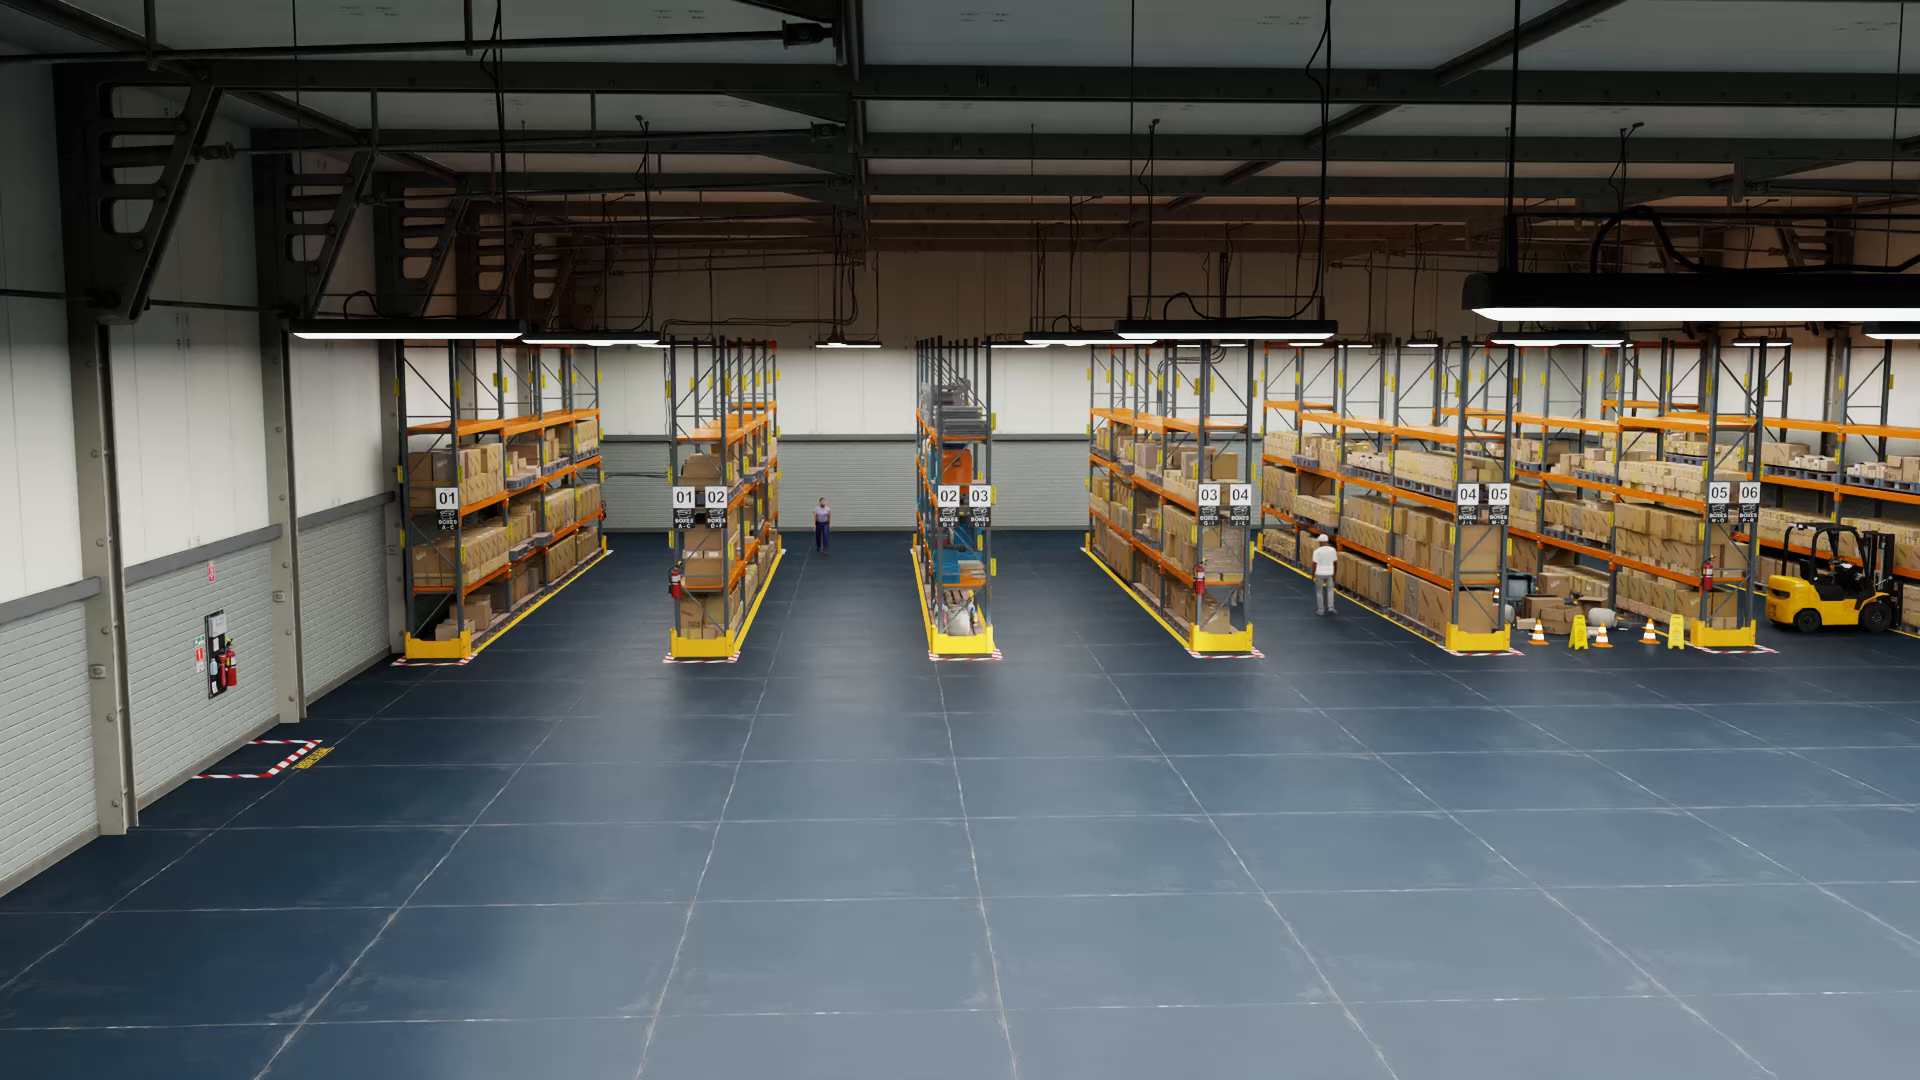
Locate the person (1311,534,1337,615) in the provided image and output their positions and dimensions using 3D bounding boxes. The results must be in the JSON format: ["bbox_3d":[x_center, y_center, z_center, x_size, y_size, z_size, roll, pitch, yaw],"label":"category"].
[{"bbox_3d":[7.905,0.758,36.088,0.574,1.766,0.535,0,6,-1],"label":"person"}]

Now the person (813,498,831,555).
[{"bbox_3d":[-3.894,-0.414,46.922,0.486,1.587,1.043,0,7,-3],"label":"person"}]

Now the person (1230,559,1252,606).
[{"bbox_3d":[6.333,0.590,37.718,0.586,1.740,0.702,1,7,7],"label":"person"}]
